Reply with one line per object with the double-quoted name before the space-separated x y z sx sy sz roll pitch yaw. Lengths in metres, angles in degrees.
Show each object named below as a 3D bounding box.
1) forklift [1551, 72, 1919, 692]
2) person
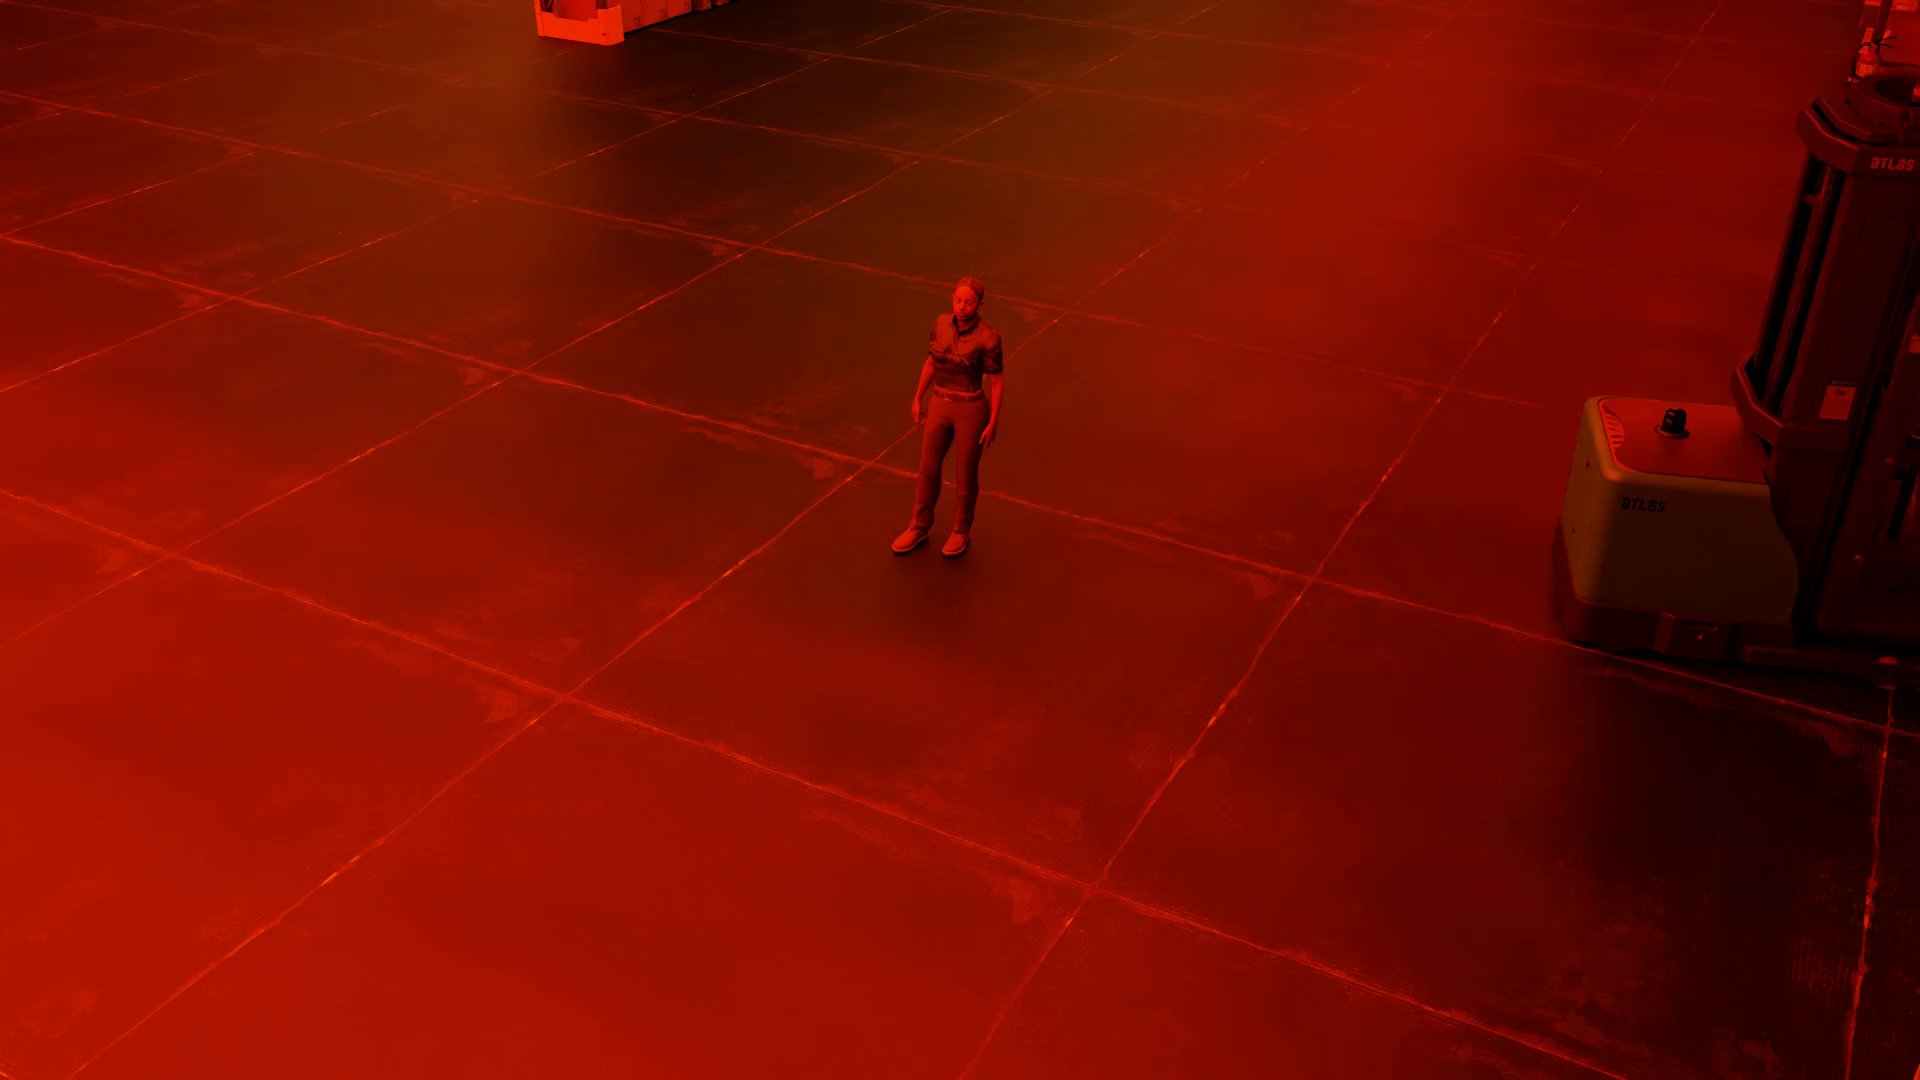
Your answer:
"forklift" 4.849 -0.763 8.393 3.031 2.935 1.130 6 31 11
"person" -0.060 -0.690 9.527 0.569 1.656 0.503 15 33 25
